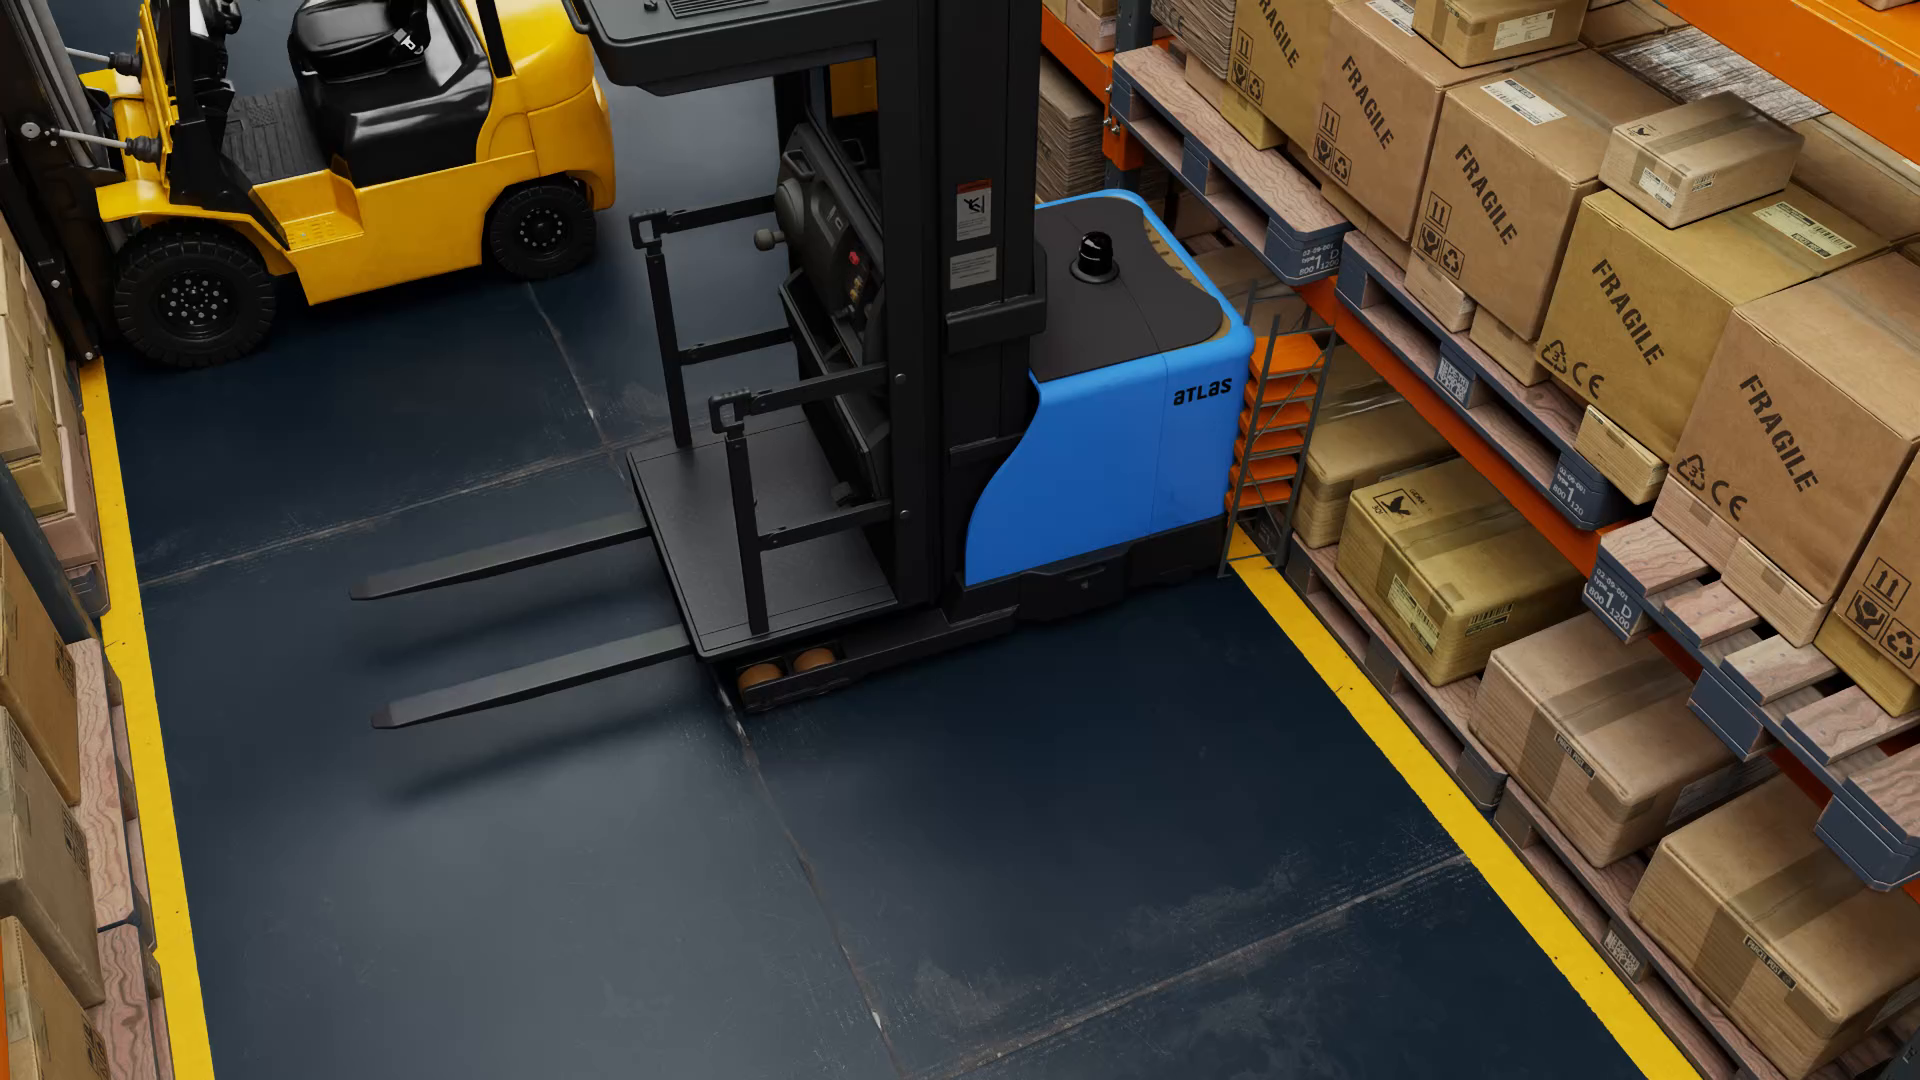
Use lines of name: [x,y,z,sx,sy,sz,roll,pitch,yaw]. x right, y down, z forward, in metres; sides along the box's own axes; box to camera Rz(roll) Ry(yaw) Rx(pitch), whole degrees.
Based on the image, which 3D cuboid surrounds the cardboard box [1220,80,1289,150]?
cardboard box: [1.086,-1.440,5.454,0.380,0.149,0.250,-17,47,-17]

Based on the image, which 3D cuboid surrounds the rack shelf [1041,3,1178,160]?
rack shelf: [0.202,-3.006,7.673,1.077,0.370,4.000,-18,47,-17]

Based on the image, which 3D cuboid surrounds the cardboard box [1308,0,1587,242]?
cardboard box: [1.387,-1.256,4.806,0.500,0.500,0.500,-18,47,-18]

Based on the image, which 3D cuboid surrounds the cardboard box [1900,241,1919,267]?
cardboard box: [2.521,-0.414,3.952,0.500,0.500,0.500,-16,47,-15]

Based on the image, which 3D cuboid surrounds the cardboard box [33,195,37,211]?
cardboard box: [-4.215,-1.553,6.991,0.500,0.250,0.500,-19,48,-18]

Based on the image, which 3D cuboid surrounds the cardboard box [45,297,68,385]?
cardboard box: [-3.819,-0.737,6.520,0.500,0.250,0.500,-17,47,-17]

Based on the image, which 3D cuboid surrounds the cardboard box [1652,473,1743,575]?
cardboard box: [1.950,-0.097,4.093,0.380,0.149,0.250,-20,48,-19]

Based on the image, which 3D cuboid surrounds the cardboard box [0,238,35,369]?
cardboard box: [-3.583,-0.775,5.847,0.500,0.250,0.500,-18,47,-17]

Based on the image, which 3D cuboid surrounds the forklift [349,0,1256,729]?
forklift: [-0.587,-0.884,5.059,3.031,2.935,1.130,-15,47,-15]

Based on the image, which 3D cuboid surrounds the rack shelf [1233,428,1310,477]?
rack shelf: [1.048,-0.335,5.737,0.258,0.103,0.180,-10,47,-12]

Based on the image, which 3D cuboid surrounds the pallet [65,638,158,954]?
pallet: [-3.113,0.932,5.155,1.003,0.211,1.213,-18,47,-17]

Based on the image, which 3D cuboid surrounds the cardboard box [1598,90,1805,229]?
cardboard box: [1.781,-0.919,4.002,0.380,0.149,0.250,-20,48,-19]

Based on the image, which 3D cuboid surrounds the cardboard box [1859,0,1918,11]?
cardboard box: [2.058,-1.506,3.432,0.797,0.503,0.637,-18,47,-17]

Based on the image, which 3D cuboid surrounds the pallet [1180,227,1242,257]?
pallet: [0.729,-1.412,7.531,1.003,0.211,1.213,-18,47,-17]

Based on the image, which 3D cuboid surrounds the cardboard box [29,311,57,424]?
cardboard box: [-3.596,-0.587,6.012,0.500,0.250,0.500,-18,47,-18]

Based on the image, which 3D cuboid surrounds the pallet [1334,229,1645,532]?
pallet: [1.856,-0.619,4.878,1.003,0.211,1.213,-18,47,-17]

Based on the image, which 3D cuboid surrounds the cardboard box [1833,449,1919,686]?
cardboard box: [2.282,0.063,3.468,0.500,0.500,0.500,-19,48,-19]

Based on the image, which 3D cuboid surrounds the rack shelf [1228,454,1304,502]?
rack shelf: [1.043,-0.251,5.822,0.258,0.103,0.180,-10,47,-12]

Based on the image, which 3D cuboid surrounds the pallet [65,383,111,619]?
pallet: [-3.755,-0.045,6.146,1.003,0.211,1.213,-18,47,-17]

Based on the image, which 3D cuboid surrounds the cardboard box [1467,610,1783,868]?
cardboard box: [2.179,0.517,5.162,0.950,0.372,0.625,-19,48,-18]

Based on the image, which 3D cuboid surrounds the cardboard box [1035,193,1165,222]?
cardboard box: [0.551,-1.455,7.248,0.500,0.250,0.500,-16,47,-16]

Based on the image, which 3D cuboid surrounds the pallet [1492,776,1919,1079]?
pallet: [2.398,1.056,5.029,1.003,0.211,1.213,-18,47,-17]

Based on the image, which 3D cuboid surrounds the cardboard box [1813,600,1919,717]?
cardboard box: [2.196,0.213,3.778,0.380,0.149,0.250,-17,47,-17]

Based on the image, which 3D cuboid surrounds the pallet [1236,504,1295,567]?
pallet: [1.372,-0.499,6.605,1.003,0.211,1.213,-18,47,-17]

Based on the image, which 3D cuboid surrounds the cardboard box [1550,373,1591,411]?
cardboard box: [1.831,-0.466,4.466,0.380,0.149,0.250,-18,47,-17]

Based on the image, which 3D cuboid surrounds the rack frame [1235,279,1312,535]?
rack frame: [1.025,-0.429,5.766,0.240,1.200,0.006,-10,47,-12]

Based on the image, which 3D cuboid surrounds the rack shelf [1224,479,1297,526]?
rack shelf: [1.038,-0.167,5.908,0.258,0.103,0.180,-10,47,-12]

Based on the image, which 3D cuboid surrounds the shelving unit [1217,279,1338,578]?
shelving unit: [1.049,-0.366,5.705,0.258,1.200,0.189,-10,47,-12]

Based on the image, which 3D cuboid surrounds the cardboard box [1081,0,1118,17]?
cardboard box: [0.631,-2.338,6.201,0.500,0.500,0.500,-19,48,-18]

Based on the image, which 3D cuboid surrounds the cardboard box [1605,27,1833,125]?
cardboard box: [2.088,-1.072,4.618,0.500,0.500,0.500,-20,48,-19]

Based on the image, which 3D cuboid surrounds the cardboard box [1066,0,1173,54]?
cardboard box: [0.632,-2.012,6.333,0.380,0.149,0.250,-18,48,-18]

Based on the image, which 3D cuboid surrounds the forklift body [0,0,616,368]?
forklift body: [-2.688,-2.096,6.843,2.313,2.155,1.214,-18,47,-17]

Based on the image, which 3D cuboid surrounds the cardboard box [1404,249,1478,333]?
cardboard box: [1.512,-0.763,4.767,0.380,0.149,0.250,-16,47,-16]

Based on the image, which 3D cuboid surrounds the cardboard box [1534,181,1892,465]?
cardboard box: [1.841,-0.584,4.124,0.500,0.500,0.500,-21,48,-20]

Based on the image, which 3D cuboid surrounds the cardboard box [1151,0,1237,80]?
cardboard box: [0.980,-1.895,5.453,0.500,0.500,0.500,-17,47,-16]

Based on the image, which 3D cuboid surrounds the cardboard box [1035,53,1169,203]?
cardboard box: [0.551,-1.723,6.985,0.500,0.500,0.500,-19,48,-18]

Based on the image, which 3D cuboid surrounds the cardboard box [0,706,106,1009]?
cardboard box: [-2.910,1.003,4.490,0.875,0.625,0.625,-18,48,-18]

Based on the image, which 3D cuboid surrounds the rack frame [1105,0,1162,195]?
rack frame: [1.043,-1.987,6.128,1.000,3.000,0.127,-18,47,-17]

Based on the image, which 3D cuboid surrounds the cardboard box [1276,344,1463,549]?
cardboard box: [1.572,-0.411,6.102,0.950,0.372,0.625,-15,47,-15]

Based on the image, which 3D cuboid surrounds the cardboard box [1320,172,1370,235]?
cardboard box: [1.345,-1.106,5.115,0.380,0.149,0.250,-17,47,-17]

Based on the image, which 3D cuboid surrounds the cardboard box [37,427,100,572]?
cardboard box: [-3.362,-0.096,5.870,0.500,0.250,0.500,-18,47,-17]
